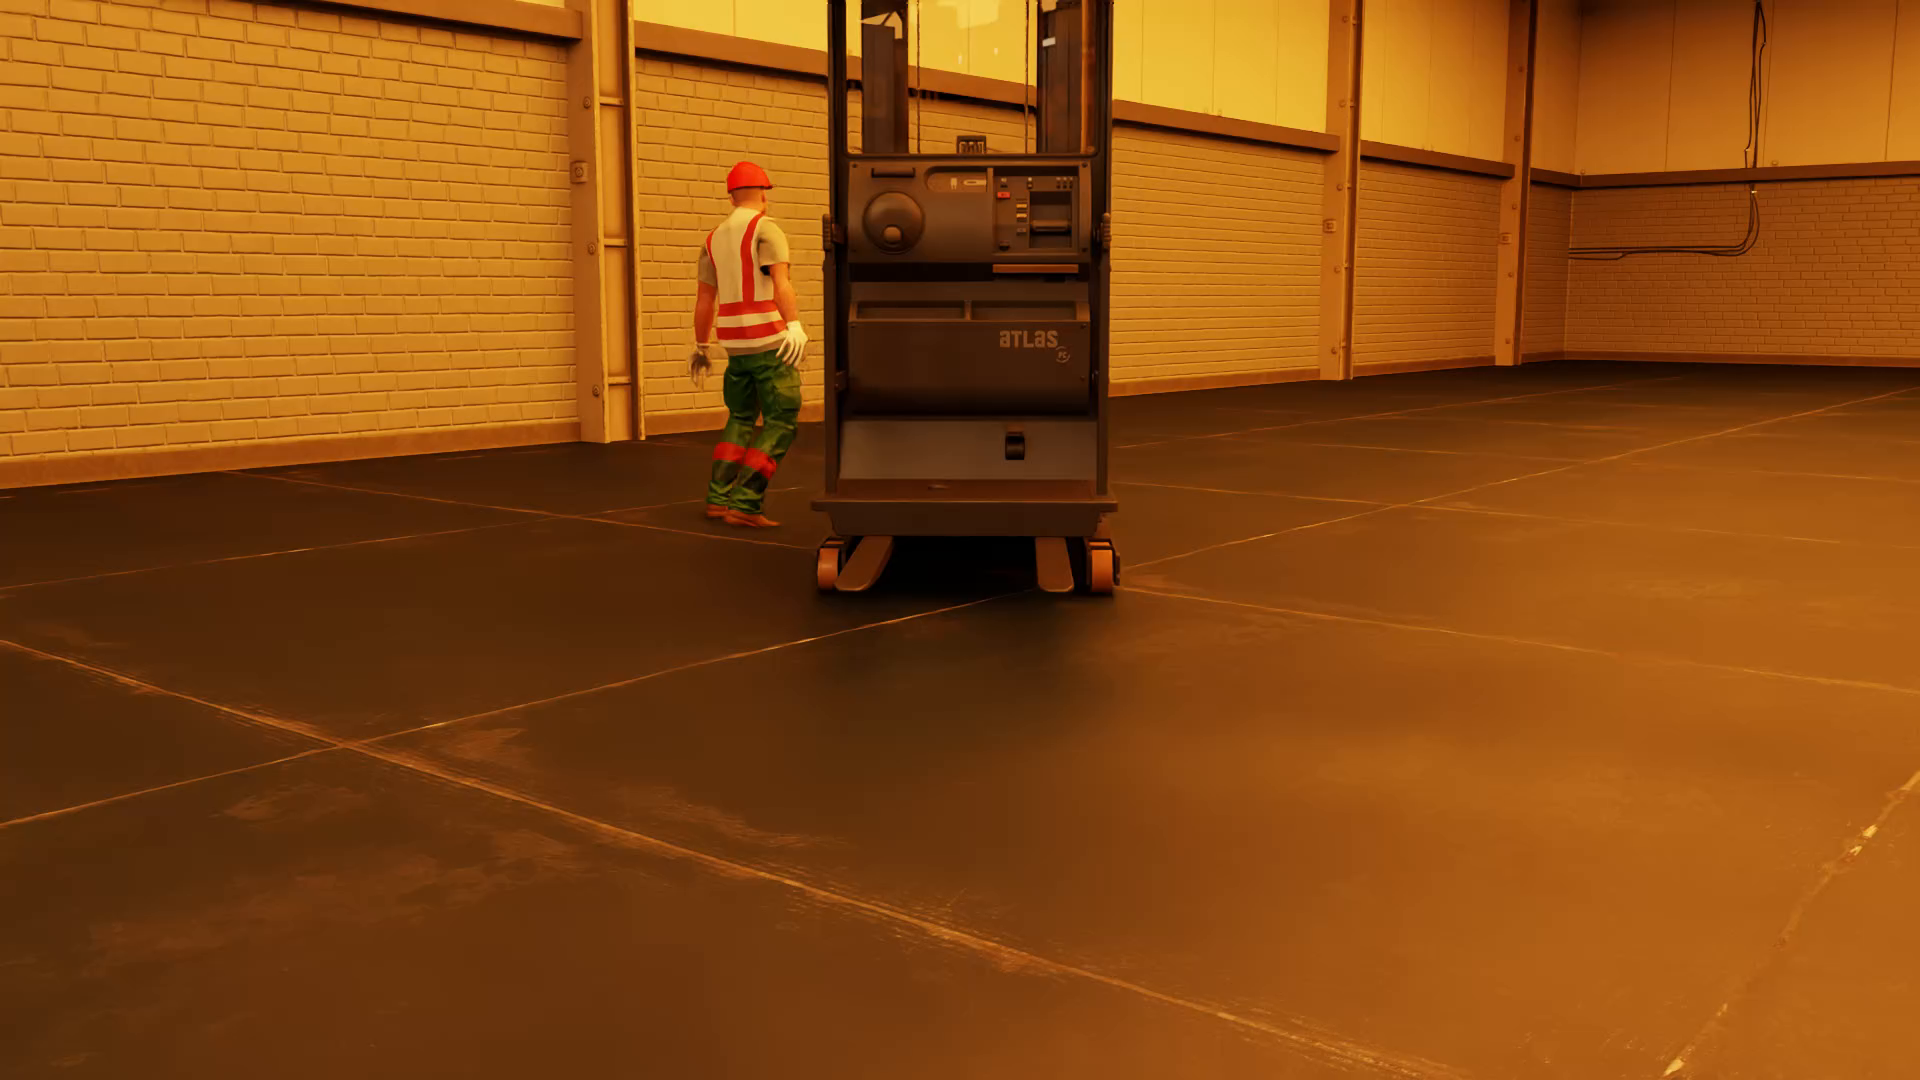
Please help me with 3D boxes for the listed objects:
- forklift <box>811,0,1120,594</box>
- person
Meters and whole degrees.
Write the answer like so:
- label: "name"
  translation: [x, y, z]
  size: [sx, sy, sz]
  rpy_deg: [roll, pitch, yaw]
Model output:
- label: "forklift"
  translation: [0.031, -1.301, 6.172]
  size: [1.130, 2.935, 3.031]
  rpy_deg: [0, 8, 2]
- label: "person"
  translation: [-0.988, -0.918, 7.906]
  size: [0.495, 1.749, 0.871]
  rpy_deg: [-8, 11, -43]
